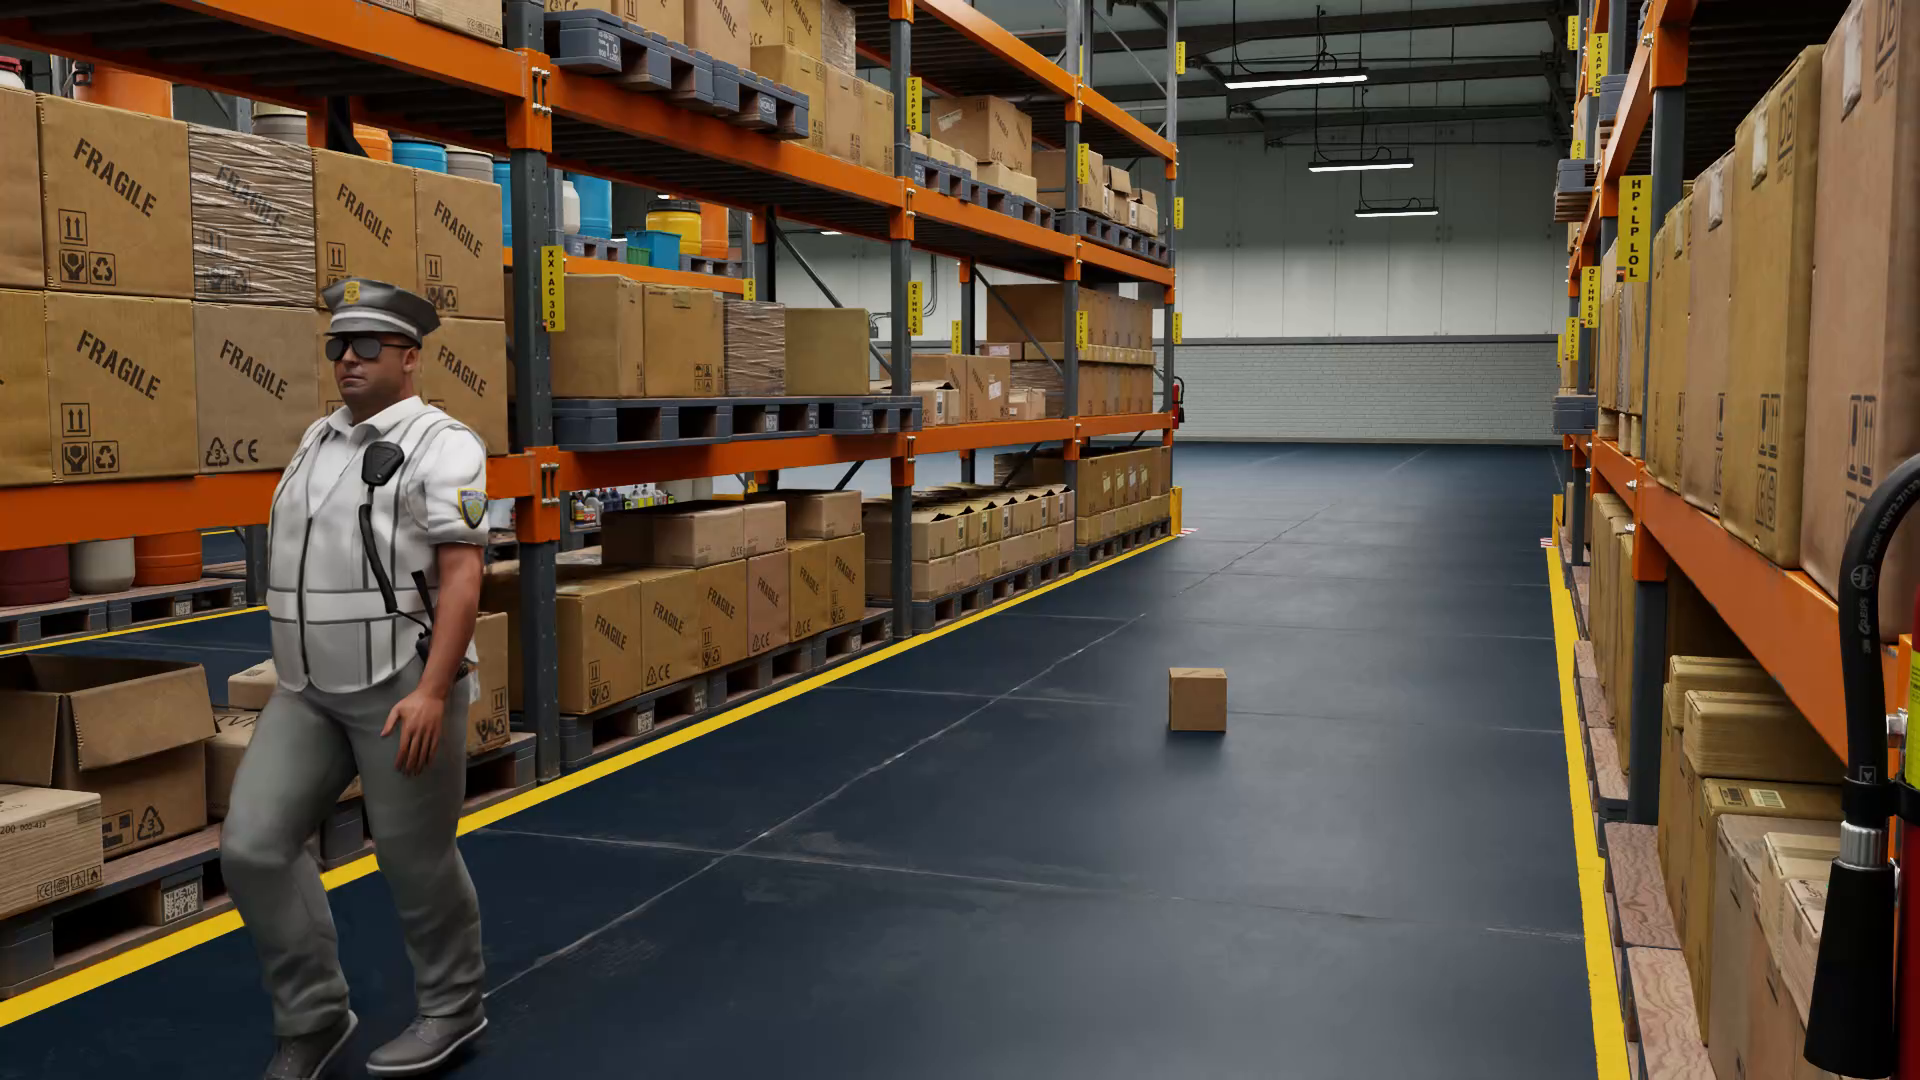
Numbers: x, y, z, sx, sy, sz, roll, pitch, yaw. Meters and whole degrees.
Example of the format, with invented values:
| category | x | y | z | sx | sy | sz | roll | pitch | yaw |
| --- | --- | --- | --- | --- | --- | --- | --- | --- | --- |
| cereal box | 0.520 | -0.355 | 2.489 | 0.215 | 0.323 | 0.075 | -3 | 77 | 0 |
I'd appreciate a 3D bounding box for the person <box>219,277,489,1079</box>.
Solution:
| category | x | y | z | sx | sy | sz | roll | pitch | yaw |
| --- | --- | --- | --- | --- | --- | --- | --- | --- | --- |
| person | -1.307 | 0.357 | 3.662 | 0.576 | 1.855 | 0.513 | 2 | 6 | 24 |
